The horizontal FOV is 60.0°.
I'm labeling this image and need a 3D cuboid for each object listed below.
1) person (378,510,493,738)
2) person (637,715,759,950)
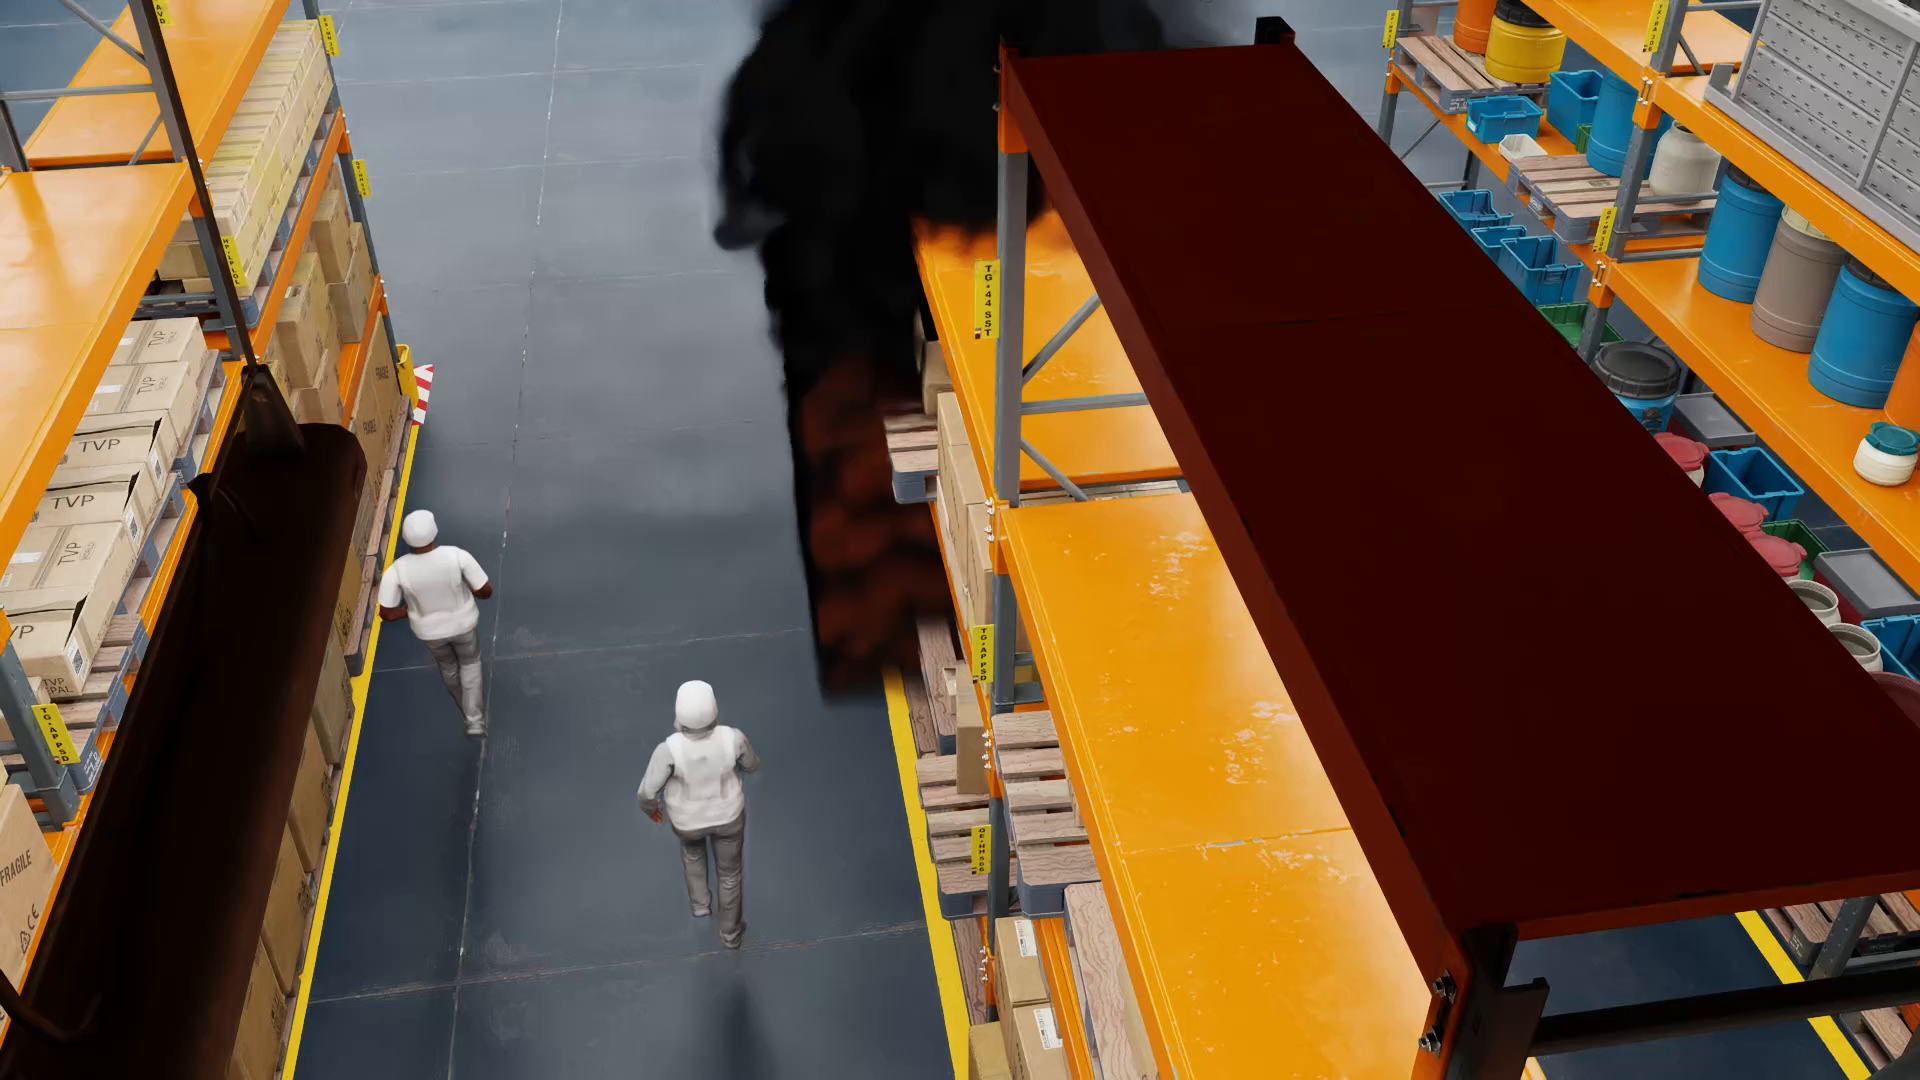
[{"bbox_3d":[-3.335,0.552,10.735,0.697,1.757,0.703,-10,38,-14],"label":"person"},{"bbox_3d":[-1.448,1.572,9.444,0.672,1.840,0.723,-6,37,-8],"label":"person"}]
